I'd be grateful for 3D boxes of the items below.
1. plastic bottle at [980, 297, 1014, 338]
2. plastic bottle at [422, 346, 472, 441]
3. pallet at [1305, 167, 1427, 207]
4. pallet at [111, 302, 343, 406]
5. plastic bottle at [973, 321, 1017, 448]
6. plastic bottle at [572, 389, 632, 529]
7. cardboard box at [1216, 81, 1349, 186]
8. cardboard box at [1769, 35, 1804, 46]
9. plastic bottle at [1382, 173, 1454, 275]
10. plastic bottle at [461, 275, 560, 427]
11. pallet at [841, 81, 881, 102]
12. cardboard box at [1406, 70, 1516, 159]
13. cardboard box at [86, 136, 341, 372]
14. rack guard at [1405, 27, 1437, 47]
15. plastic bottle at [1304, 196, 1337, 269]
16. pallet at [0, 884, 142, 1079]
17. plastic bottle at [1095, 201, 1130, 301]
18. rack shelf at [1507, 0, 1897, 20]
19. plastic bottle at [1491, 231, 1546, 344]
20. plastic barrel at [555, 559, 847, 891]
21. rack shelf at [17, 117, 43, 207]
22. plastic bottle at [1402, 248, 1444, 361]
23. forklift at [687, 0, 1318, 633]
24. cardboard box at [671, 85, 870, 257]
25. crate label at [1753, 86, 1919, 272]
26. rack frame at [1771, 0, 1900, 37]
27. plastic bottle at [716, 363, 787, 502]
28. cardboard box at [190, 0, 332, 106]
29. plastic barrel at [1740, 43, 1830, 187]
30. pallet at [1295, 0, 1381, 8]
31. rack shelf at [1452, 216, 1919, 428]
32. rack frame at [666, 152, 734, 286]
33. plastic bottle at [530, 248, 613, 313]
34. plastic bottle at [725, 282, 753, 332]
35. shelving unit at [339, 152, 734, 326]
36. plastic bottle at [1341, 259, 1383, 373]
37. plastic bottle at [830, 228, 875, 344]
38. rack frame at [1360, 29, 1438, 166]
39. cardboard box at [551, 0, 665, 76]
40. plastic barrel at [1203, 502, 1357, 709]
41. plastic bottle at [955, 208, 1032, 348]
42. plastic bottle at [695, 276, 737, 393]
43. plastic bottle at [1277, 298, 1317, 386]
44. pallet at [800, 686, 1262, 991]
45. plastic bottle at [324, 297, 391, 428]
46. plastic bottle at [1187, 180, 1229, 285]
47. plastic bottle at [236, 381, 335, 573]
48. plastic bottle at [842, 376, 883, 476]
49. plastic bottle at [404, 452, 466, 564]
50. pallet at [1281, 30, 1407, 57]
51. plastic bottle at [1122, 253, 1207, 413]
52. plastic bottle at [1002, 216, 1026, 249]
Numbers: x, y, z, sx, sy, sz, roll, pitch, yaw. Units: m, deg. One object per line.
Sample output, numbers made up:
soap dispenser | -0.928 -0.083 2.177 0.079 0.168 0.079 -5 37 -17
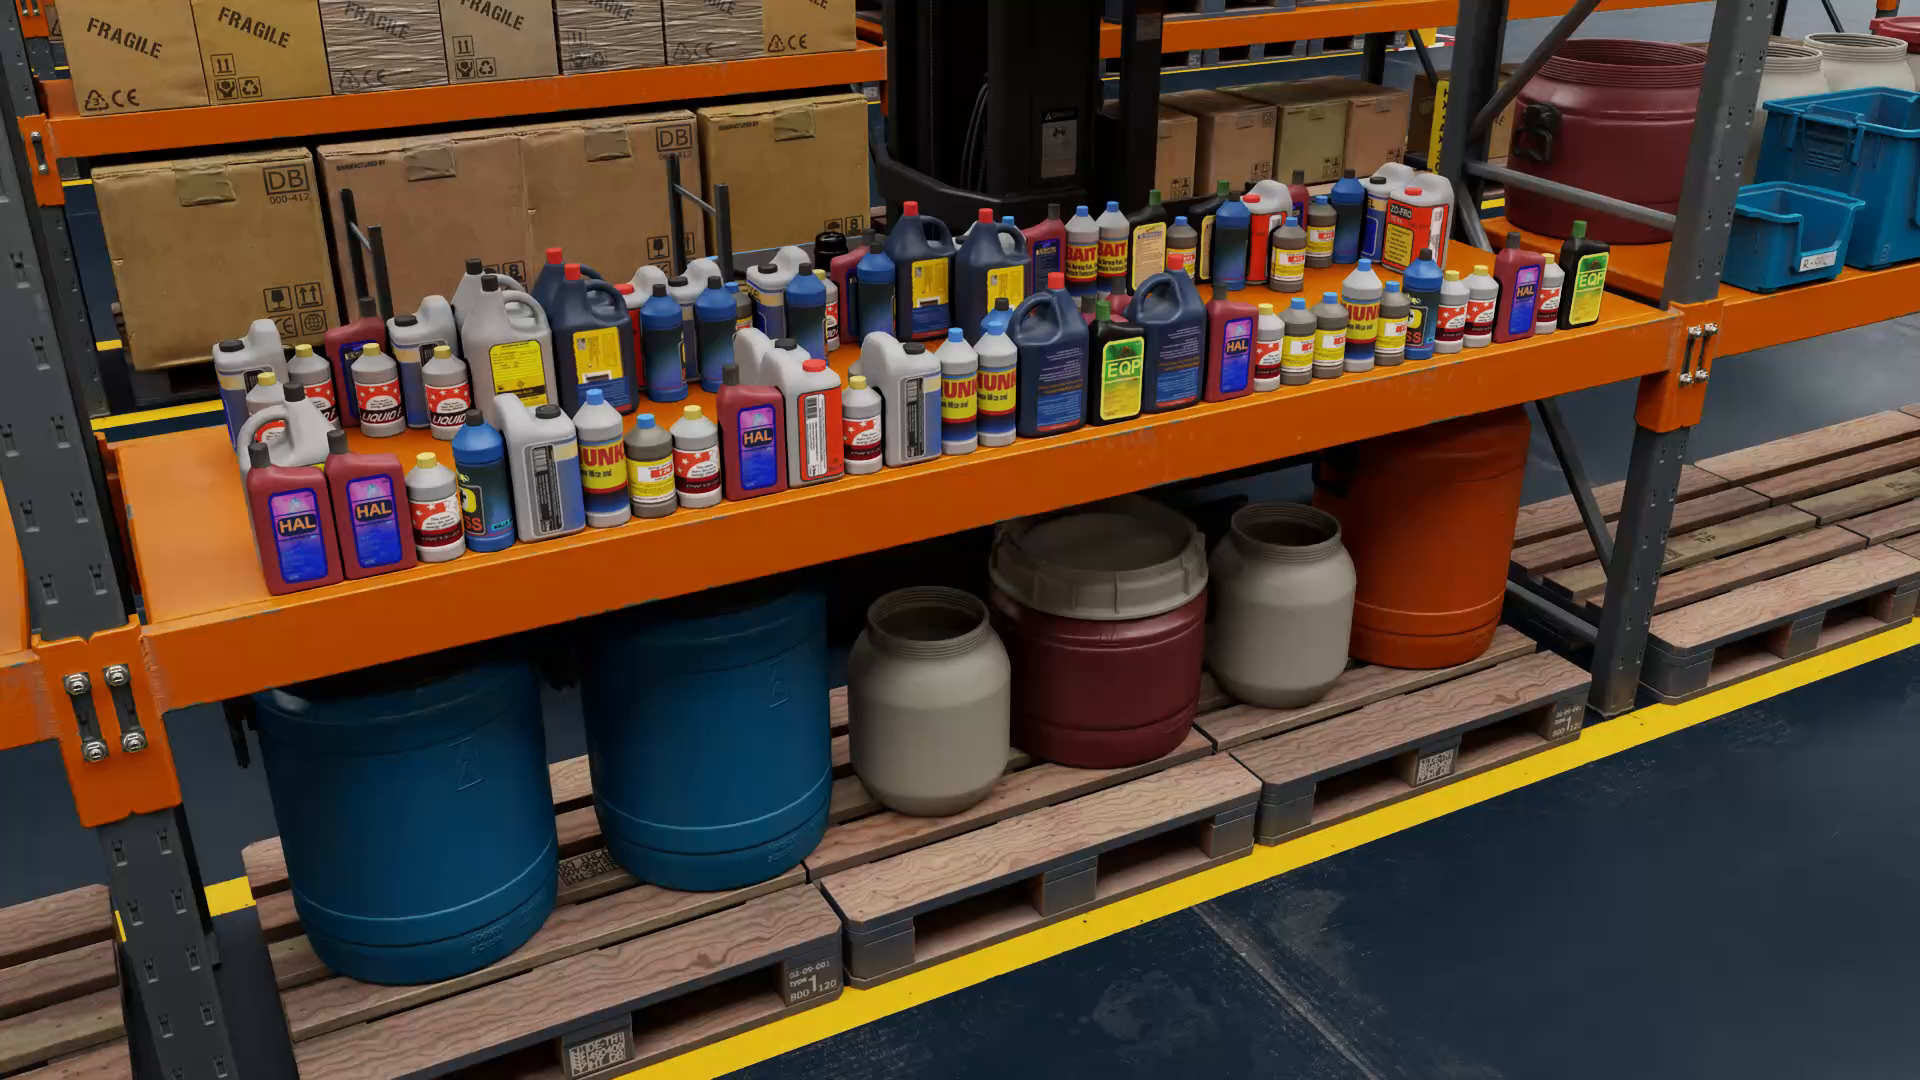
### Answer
plastic bottle | 0.095 -0.421 3.811 0.097 0.271 0.097 0 26 0
plastic bottle | -1.141 -0.332 3.705 0.097 0.201 0.097 0 26 0
pallet | 2.308 -2.292 10.779 1.213 0.211 1.003 -13 29 -25
pallet | -3.419 -1.007 8.104 1.213 0.211 1.003 -13 29 -25
plastic bottle | 0.077 -0.346 3.655 0.097 0.271 0.097 0 26 0
plastic bottle | -0.708 -0.165 3.277 0.097 0.271 0.097 0 26 0
cardboard box | 2.013 -2.573 10.522 0.500 0.500 0.700 -13 29 -25
cardboard box | 5.965 -3.464 12.402 0.500 0.500 0.500 -8 27 -16
plastic bottle | 1.333 -0.923 4.850 0.135 0.276 0.152 -13 29 -25
plastic bottle | -1.009 -0.422 3.720 0.185 0.351 0.144 -13 29 -25
pallet | -0.974 -3.929 14.190 1.213 0.211 1.003 -13 29 -25
cardboard box | 3.366 -2.836 11.095 0.500 0.500 0.500 -14 29 -27
cardboard box | -3.509 -1.448 7.770 0.875 0.875 1.225 -13 29 -25
rack guard | 4.300 -5.315 16.743 0.348 0.500 1.175 -13 29 -25
plastic bottle | 1.061 -0.914 4.918 0.097 0.201 0.097 0 26 0
pallet | -2.364 1.235 3.434 1.213 0.211 1.003 -13 29 -25
plastic bottle | 0.417 -0.797 4.594 0.097 0.271 0.097 0 26 0
rack shelf | 4.759 -3.791 11.511 4.000 0.370 1.077 -13 29 -25
plastic bottle | 1.436 -0.657 4.287 0.133 0.283 0.061 -13 29 -25
plastic barrel | -0.621 0.321 4.055 0.708 0.901 0.600 -13 29 -25
rack shelf | -5.829 -1.347 6.421 4.000 0.370 1.077 -13 29 -25
plastic bottle | 1.154 -0.595 4.172 0.097 0.271 0.097 0 26 0
forklift | 0.558 -1.448 5.880 3.031 2.935 1.130 -13 28 -25
cardboard box | -1.154 -1.992 8.903 0.875 0.875 1.225 -14 29 -27
crate label | 2.799 -1.117 5.069 0.616 0.435 0.502 -13 29 -25
rack frame | 6.524 -4.522 12.204 0.127 3.000 1.000 -13 29 -25
plastic bottle | -0.426 -0.227 3.392 0.133 0.283 0.061 -13 29 -25
cardboard box | -3.098 -2.224 7.302 0.500 0.500 0.500 -13 29 -25
plastic barrel | 2.603 -1.343 5.453 0.421 0.512 0.421 0 26 0
pallet | 2.252 -3.521 10.340 1.213 0.211 1.003 -13 29 -25
rack shelf | 3.560 -1.085 5.875 4.000 0.370 1.077 -13 29 -25
rack frame | -0.828 -0.487 5.531 0.032 1.500 0.500 -13 28 -25
plastic bottle | -0.914 -0.514 3.913 0.185 0.351 0.144 -13 29 -25
plastic bottle | -0.563 -0.540 4.138 0.097 0.201 0.097 0 26 0
shelving unit | -1.286 -0.383 5.314 1.083 1.500 0.587 -13 28 -25
plastic bottle | 0.982 -0.555 4.090 0.097 0.271 0.097 0 26 0
plastic bottle | -0.265 -0.654 4.282 0.133 0.283 0.061 -13 29 -25
rack frame | 2.994 -3.708 10.507 0.127 3.000 1.000 -13 29 -25
cardboard box | -1.753 -2.537 7.952 0.500 0.500 0.500 -14 29 -27
plastic barrel | 0.916 0.186 4.786 0.421 0.512 0.421 0 26 0
plastic bottle | 0.085 -0.671 4.238 0.185 0.351 0.144 -13 29 -25
plastic bottle | -0.577 -0.493 3.960 0.097 0.271 0.097 0 26 0
plastic bottle | 0.810 -0.484 4.022 0.097 0.201 0.097 0 26 0
pallet | 0.044 0.679 4.592 1.213 0.211 1.003 -13 29 -25
plastic bottle | -1.356 -0.403 3.758 0.133 0.283 0.061 -13 29 -25
plastic bottle | 0.714 -0.880 4.752 0.133 0.283 0.061 -13 29 -25
plastic bottle | -1.235 -0.121 3.093 0.185 0.351 0.144 -13 29 -25
plastic bottle | -0.214 -0.248 3.530 0.097 0.201 0.097 0 26 0
plastic bottle | -0.999 -0.067 3.153 0.097 0.201 0.097 0 26 0
pallet | 3.610 -4.988 16.394 1.213 0.211 1.003 -13 29 -25
plastic bottle | 0.471 -0.485 3.851 0.185 0.351 0.144 -13 29 -25
plastic bottle | 0.127 -0.730 4.455 0.097 0.271 0.097 0 26 0
